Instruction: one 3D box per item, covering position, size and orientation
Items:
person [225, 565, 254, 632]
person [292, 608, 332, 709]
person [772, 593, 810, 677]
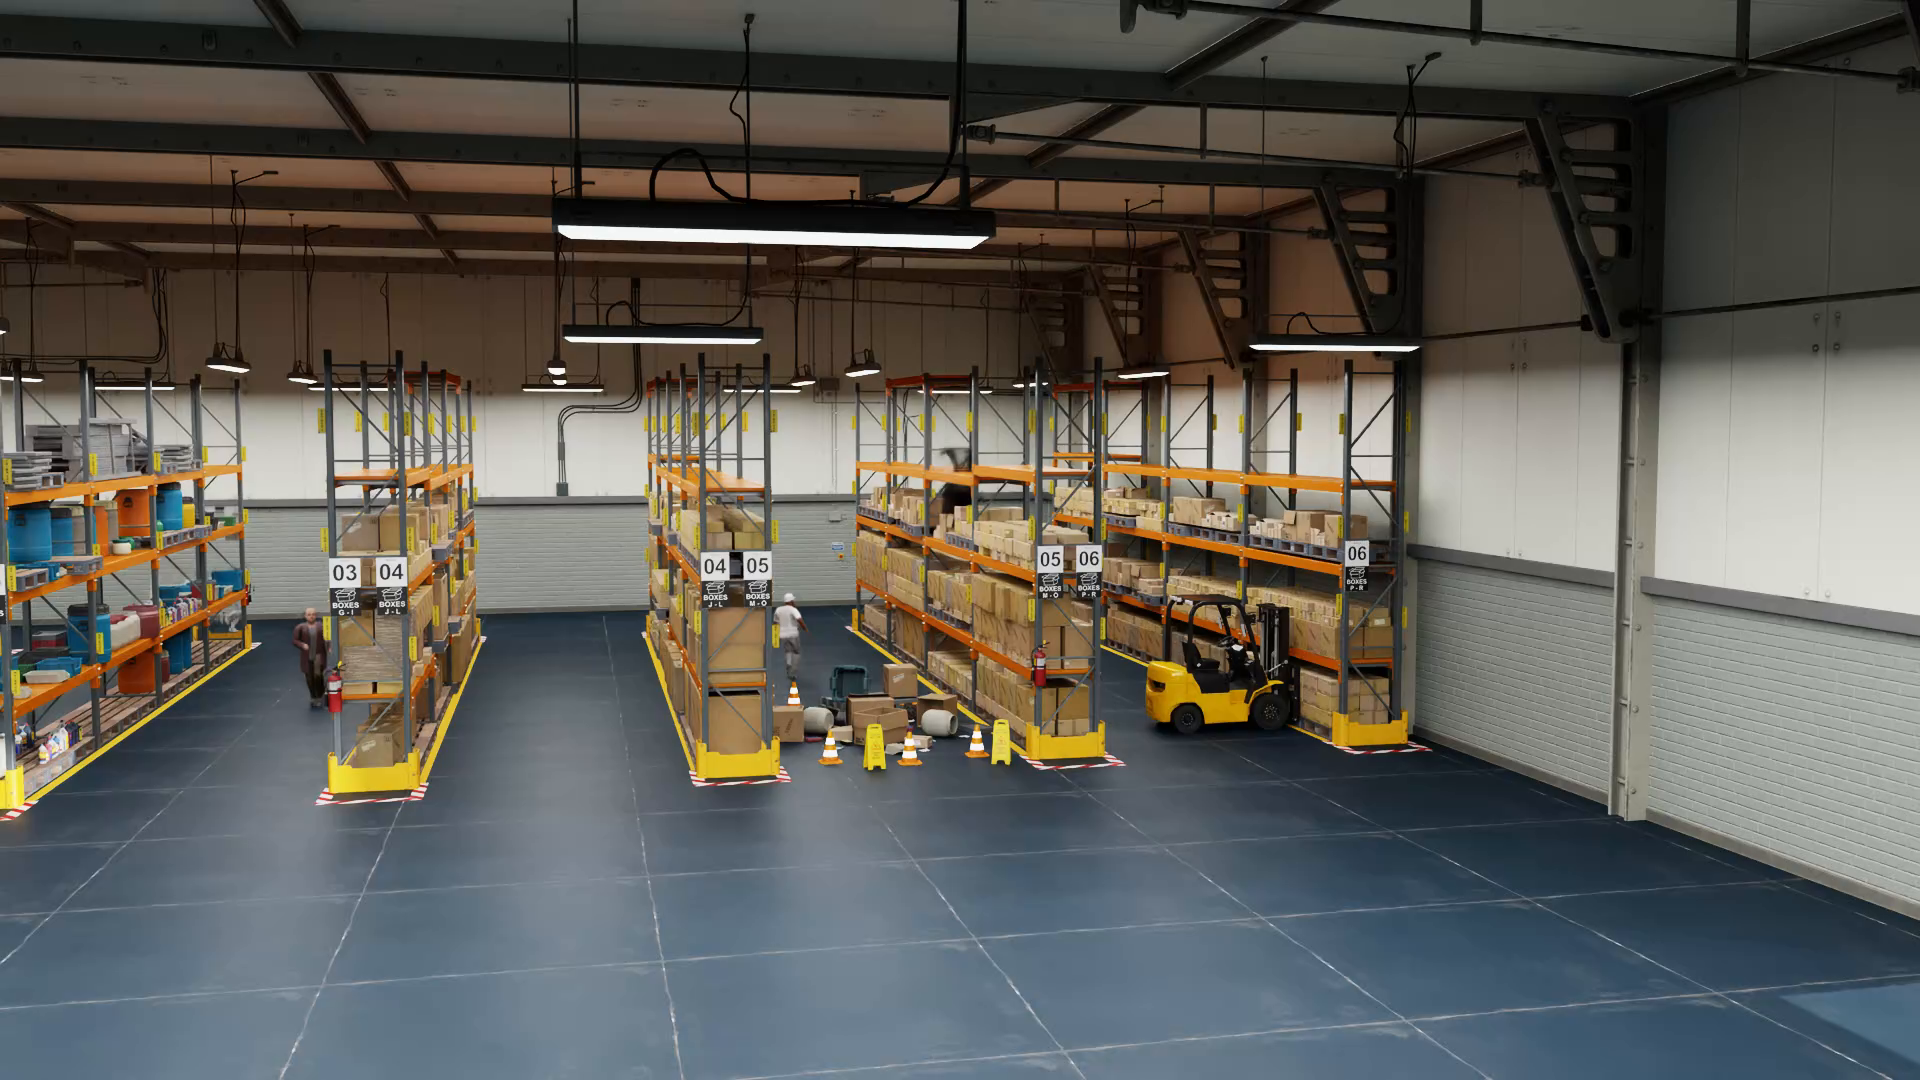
[{"bbox_3d":[-17.400,1.418,40.153,0.666,1.615,0.602,-1,4,-8],"label":"person"},{"bbox_3d":[-11.397,2.085,29.290,0.649,1.780,0.849,-1,4,-13],"label":"person"},{"bbox_3d":[-3.374,1.901,32.880,0.804,1.676,0.569,1,4,16],"label":"person"}]
